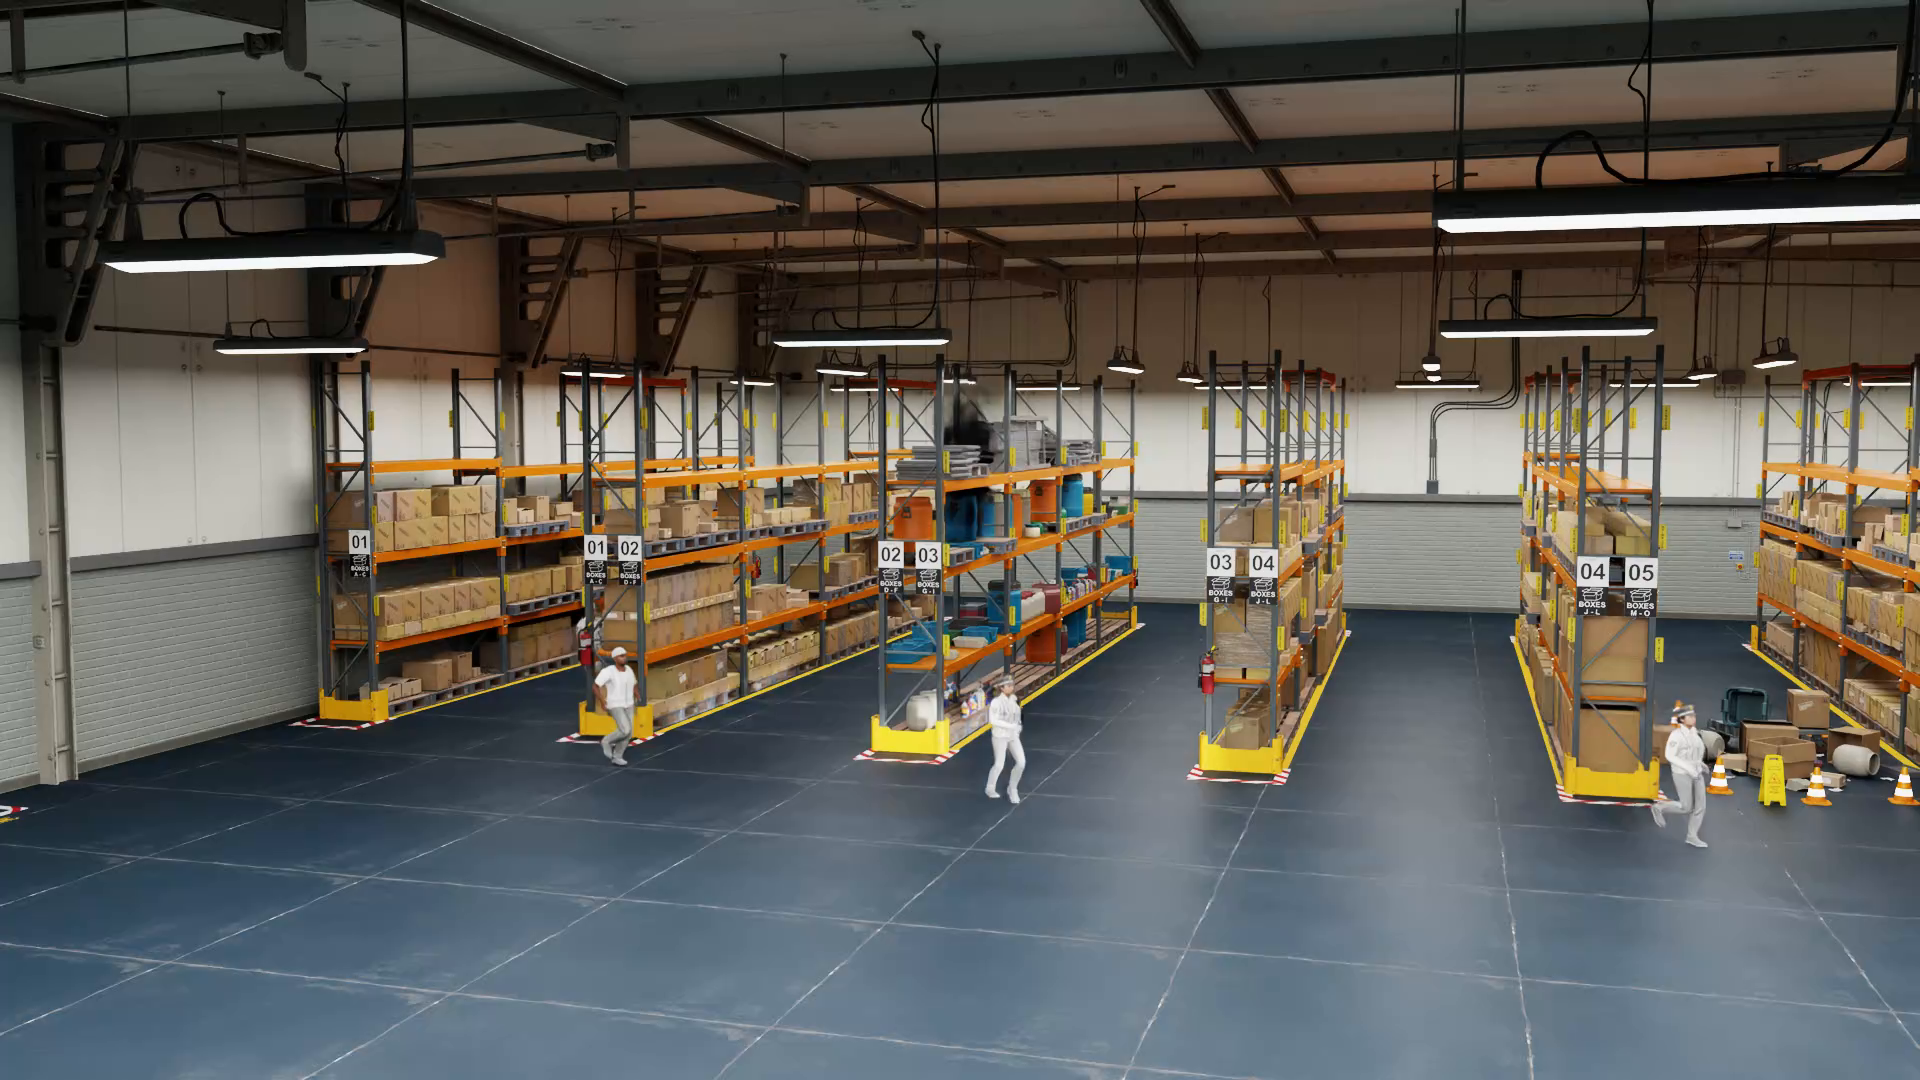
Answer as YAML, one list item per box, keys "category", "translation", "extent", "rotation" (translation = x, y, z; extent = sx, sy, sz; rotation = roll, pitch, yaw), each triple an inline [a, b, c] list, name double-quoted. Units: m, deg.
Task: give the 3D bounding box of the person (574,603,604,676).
- category: "person"
  translation: [-6.551, 2.015, 29.602]
  extent: [0.640, 1.831, 0.727]
  rotation: [1, 4, 7]

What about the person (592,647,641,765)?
- category: "person"
  translation: [-4.924, 2.417, 24.185]
  extent: [0.579, 1.724, 0.698]
  rotation: [3, 5, 38]

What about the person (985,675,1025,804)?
- category: "person"
  translation: [0.623, 2.623, 21.800]
  extent: [0.628, 1.741, 0.705]
  rotation: [-3, 5, -39]

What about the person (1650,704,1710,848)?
- category: "person"
  translation: [8.566, 2.768, 19.727]
  extent: [0.551, 1.668, 0.726]
  rotation: [-2, 5, -30]
